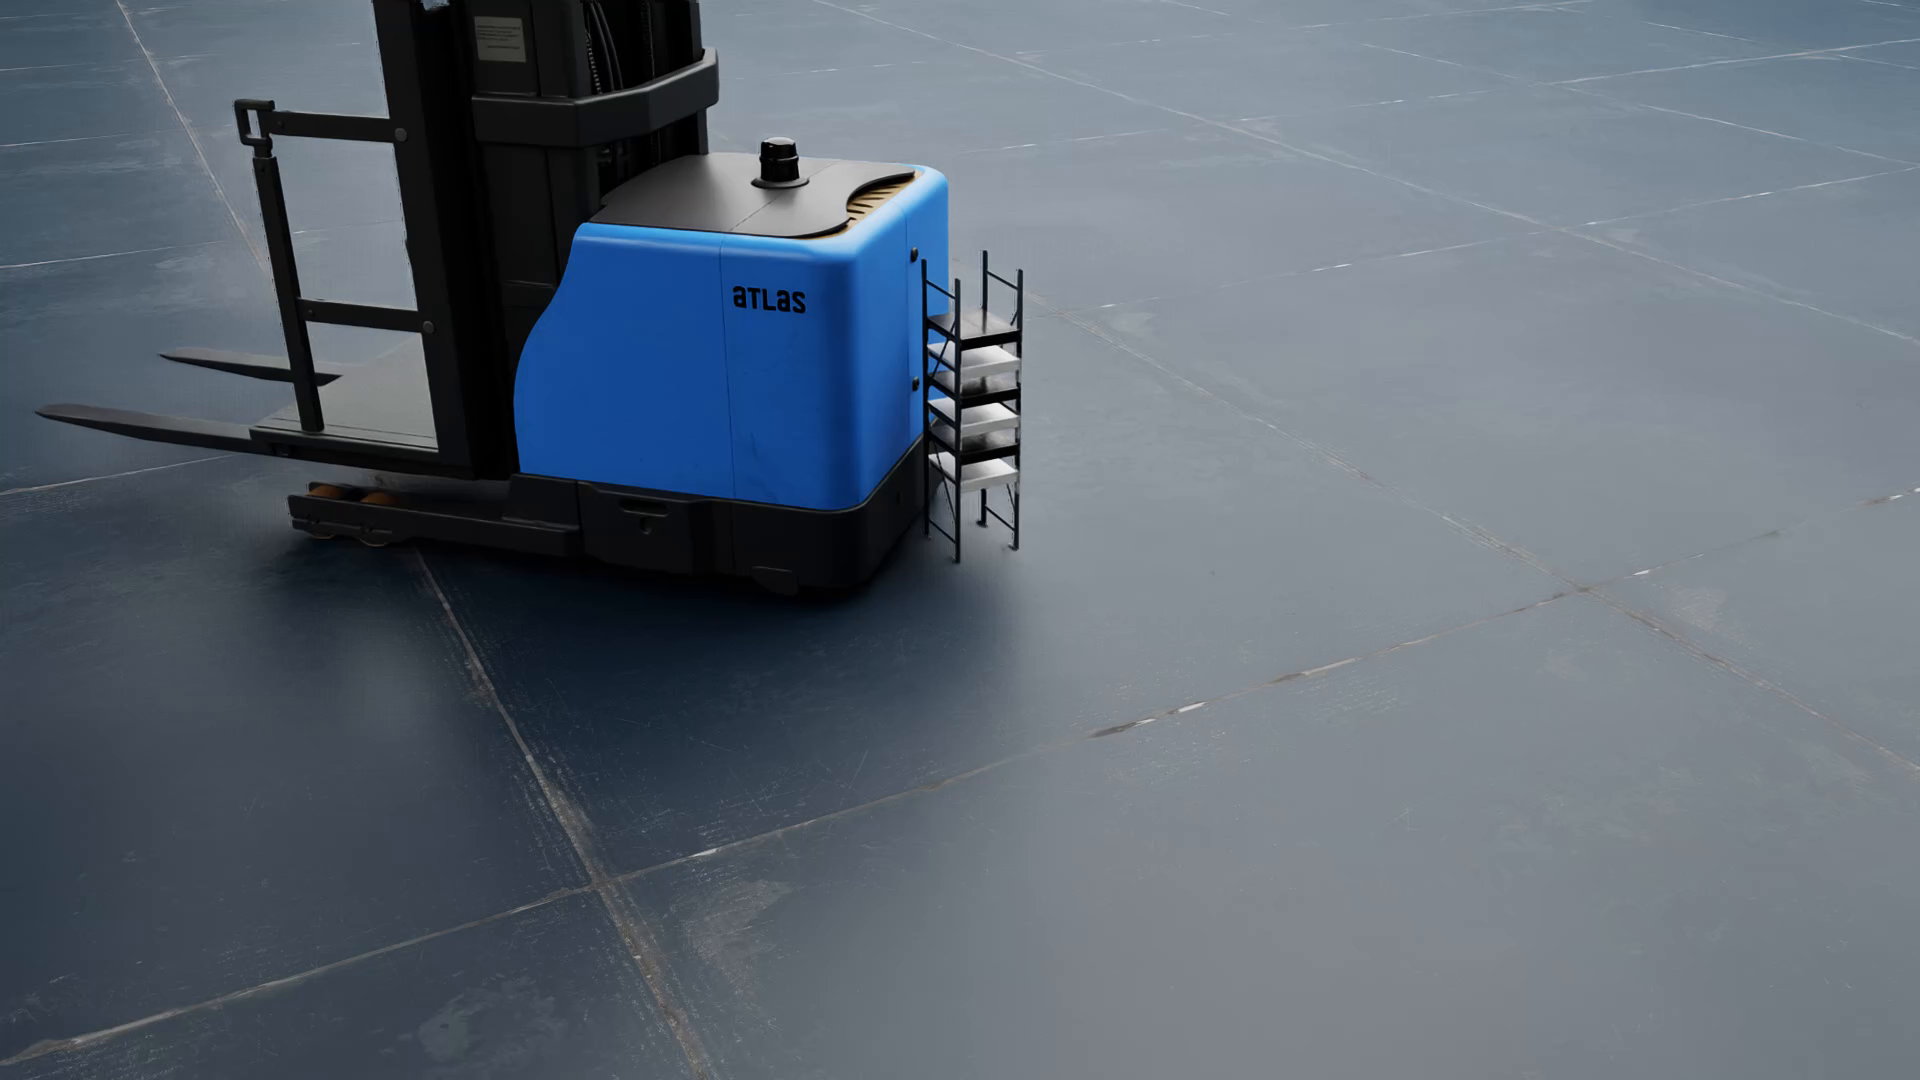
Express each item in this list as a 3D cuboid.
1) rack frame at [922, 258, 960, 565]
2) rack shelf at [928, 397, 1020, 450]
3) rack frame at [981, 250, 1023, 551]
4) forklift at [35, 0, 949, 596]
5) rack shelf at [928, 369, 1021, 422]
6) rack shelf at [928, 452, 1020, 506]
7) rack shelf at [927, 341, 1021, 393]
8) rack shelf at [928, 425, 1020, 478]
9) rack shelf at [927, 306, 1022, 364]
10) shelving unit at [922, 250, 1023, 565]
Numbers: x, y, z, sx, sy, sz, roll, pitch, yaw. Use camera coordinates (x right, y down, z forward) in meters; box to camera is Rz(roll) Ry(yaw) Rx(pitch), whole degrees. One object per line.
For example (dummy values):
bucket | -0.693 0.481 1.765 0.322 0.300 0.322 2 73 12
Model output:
rack frame | -0.056 -0.377 4.996 0.006 0.900 0.240 -12 28 -24
rack shelf | 0.035 -0.367 5.052 0.200 0.077 0.258 -12 28 -24
rack frame | 0.125 -0.417 5.079 0.006 0.900 0.240 -12 28 -24
forklift | -1.598 -1.509 5.006 3.031 2.935 1.130 7 27 15
rack shelf | 0.035 -0.448 5.013 0.200 0.077 0.258 -12 28 -24
rack shelf | 0.035 -0.205 5.130 0.200 0.077 0.258 -12 28 -24
rack shelf | 0.034 -0.529 4.974 0.200 0.077 0.258 -12 28 -24
rack shelf | 0.035 -0.286 5.091 0.200 0.077 0.258 -12 28 -24
rack shelf | 0.034 -0.611 4.935 0.200 0.077 0.258 -12 28 -24
shelving unit | 0.035 -0.397 5.038 0.210 0.900 0.258 -12 28 -24
